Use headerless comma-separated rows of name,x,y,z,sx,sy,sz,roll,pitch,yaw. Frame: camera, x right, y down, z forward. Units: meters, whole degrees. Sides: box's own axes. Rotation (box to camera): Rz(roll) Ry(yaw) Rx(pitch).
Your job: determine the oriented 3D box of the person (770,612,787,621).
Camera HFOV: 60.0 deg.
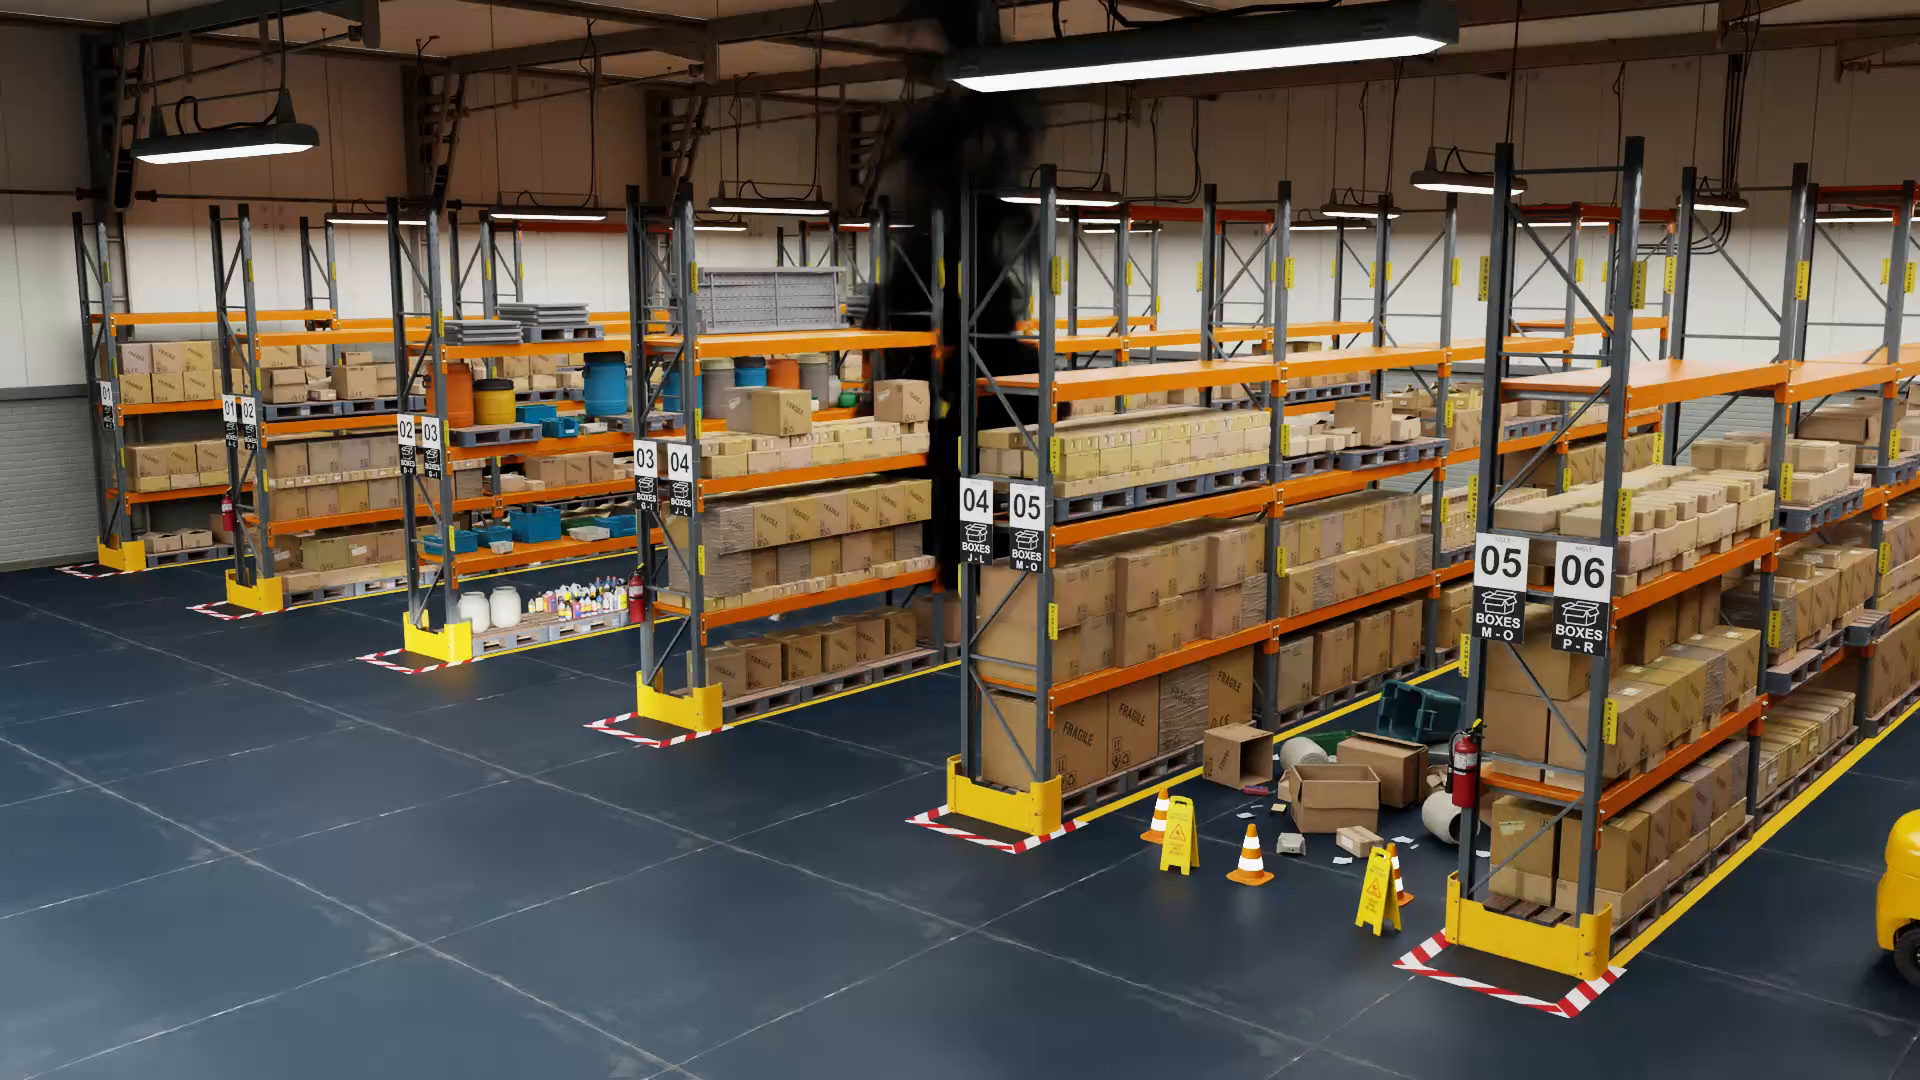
person,-2.567,0.310,22.691,0.565,1.635,0.530,6,11,32
